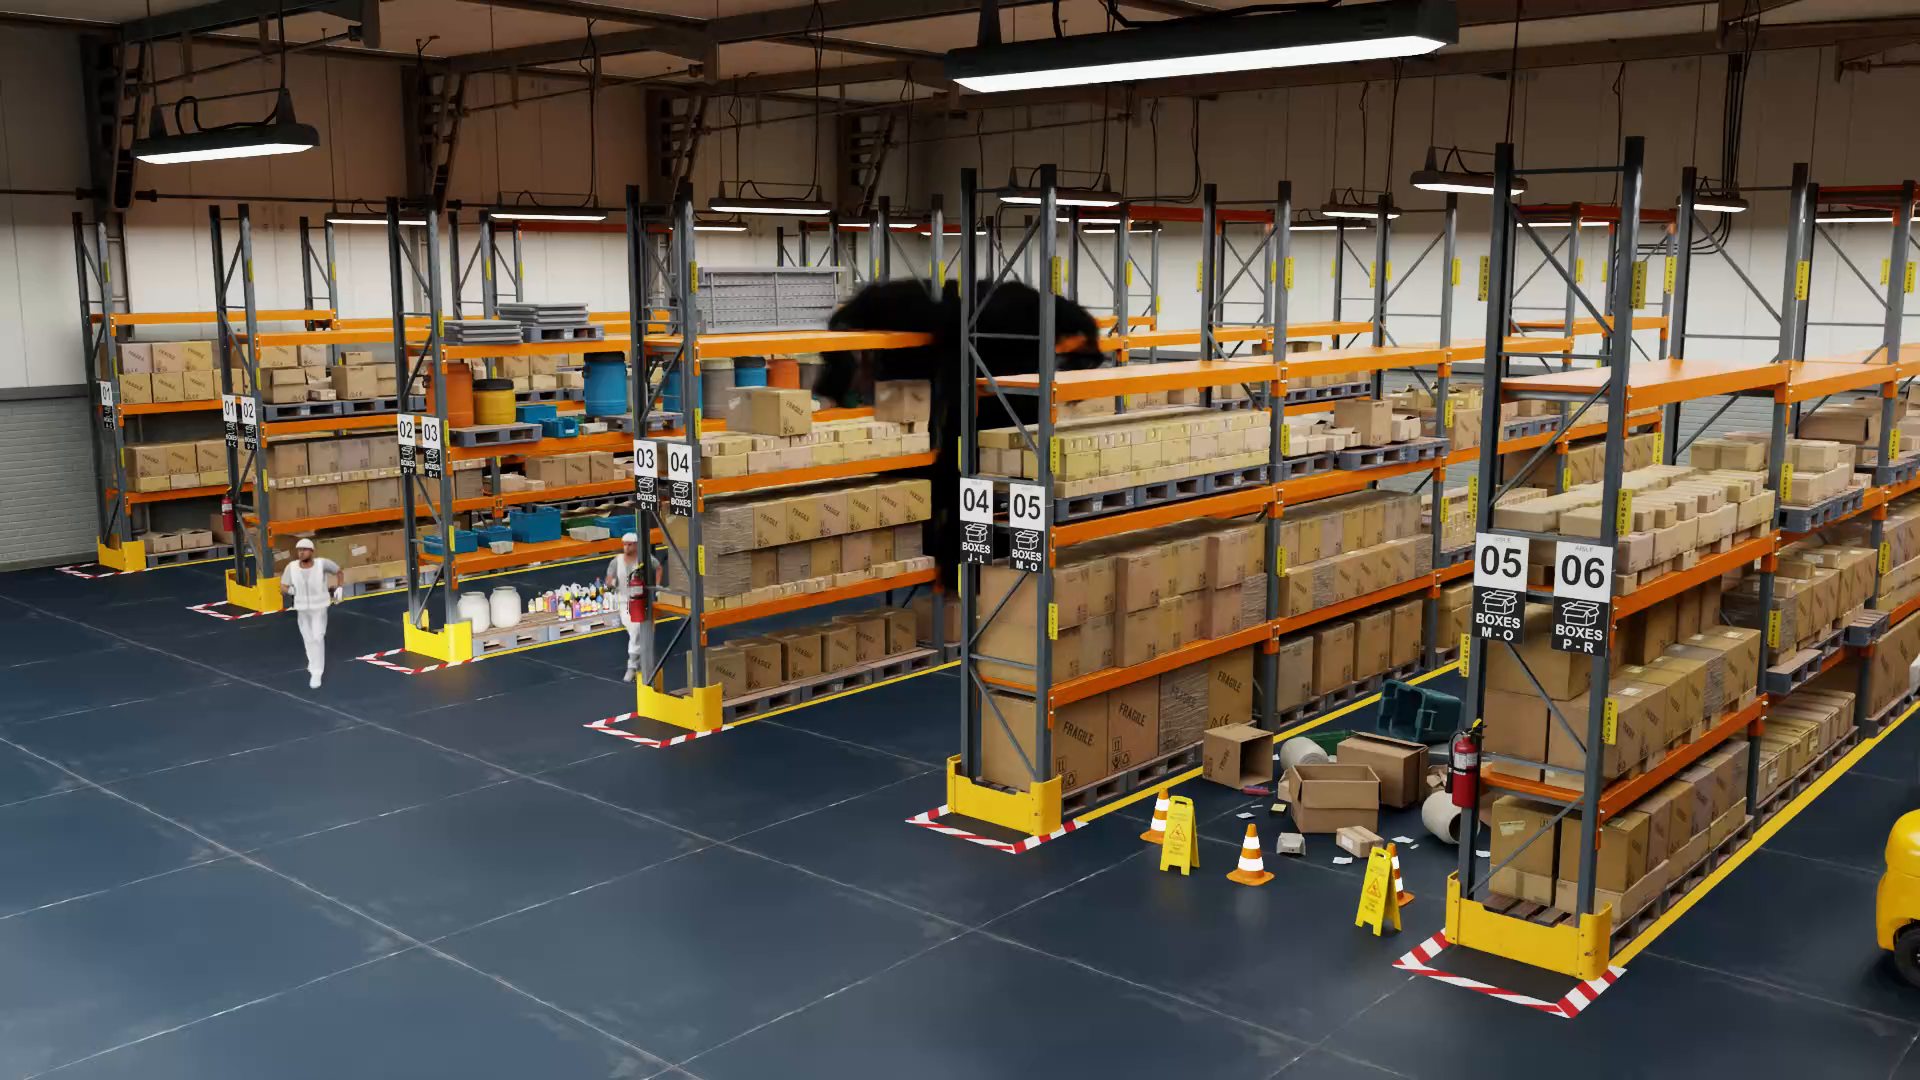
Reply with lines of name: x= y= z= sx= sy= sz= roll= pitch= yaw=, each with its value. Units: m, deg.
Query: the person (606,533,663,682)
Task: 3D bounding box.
person: x=-4.101 y=0.797 z=20.956 sx=0.652 sy=1.825 sz=0.904 roll=2 pitch=10 yaw=12

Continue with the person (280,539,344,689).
person: x=-8.039 y=0.867 z=20.690 sx=0.696 sy=1.828 sz=0.931 roll=-1 pitch=10 yaw=-5

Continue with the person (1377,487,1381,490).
person: x=6.817 y=-0.067 z=26.957 sx=0.632 sy=1.638 sz=0.662 roll=8 pitch=13 yaw=41

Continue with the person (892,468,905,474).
person: x=-1.170 y=-0.974 z=31.934 sx=0.694 sy=1.777 sz=0.987 roll=8 pitch=12 yaw=40

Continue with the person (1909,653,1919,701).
person: x=9.697 y=1.602 z=16.415 sx=0.597 sy=1.702 sz=0.919 roll=7 pitch=12 yaw=35
